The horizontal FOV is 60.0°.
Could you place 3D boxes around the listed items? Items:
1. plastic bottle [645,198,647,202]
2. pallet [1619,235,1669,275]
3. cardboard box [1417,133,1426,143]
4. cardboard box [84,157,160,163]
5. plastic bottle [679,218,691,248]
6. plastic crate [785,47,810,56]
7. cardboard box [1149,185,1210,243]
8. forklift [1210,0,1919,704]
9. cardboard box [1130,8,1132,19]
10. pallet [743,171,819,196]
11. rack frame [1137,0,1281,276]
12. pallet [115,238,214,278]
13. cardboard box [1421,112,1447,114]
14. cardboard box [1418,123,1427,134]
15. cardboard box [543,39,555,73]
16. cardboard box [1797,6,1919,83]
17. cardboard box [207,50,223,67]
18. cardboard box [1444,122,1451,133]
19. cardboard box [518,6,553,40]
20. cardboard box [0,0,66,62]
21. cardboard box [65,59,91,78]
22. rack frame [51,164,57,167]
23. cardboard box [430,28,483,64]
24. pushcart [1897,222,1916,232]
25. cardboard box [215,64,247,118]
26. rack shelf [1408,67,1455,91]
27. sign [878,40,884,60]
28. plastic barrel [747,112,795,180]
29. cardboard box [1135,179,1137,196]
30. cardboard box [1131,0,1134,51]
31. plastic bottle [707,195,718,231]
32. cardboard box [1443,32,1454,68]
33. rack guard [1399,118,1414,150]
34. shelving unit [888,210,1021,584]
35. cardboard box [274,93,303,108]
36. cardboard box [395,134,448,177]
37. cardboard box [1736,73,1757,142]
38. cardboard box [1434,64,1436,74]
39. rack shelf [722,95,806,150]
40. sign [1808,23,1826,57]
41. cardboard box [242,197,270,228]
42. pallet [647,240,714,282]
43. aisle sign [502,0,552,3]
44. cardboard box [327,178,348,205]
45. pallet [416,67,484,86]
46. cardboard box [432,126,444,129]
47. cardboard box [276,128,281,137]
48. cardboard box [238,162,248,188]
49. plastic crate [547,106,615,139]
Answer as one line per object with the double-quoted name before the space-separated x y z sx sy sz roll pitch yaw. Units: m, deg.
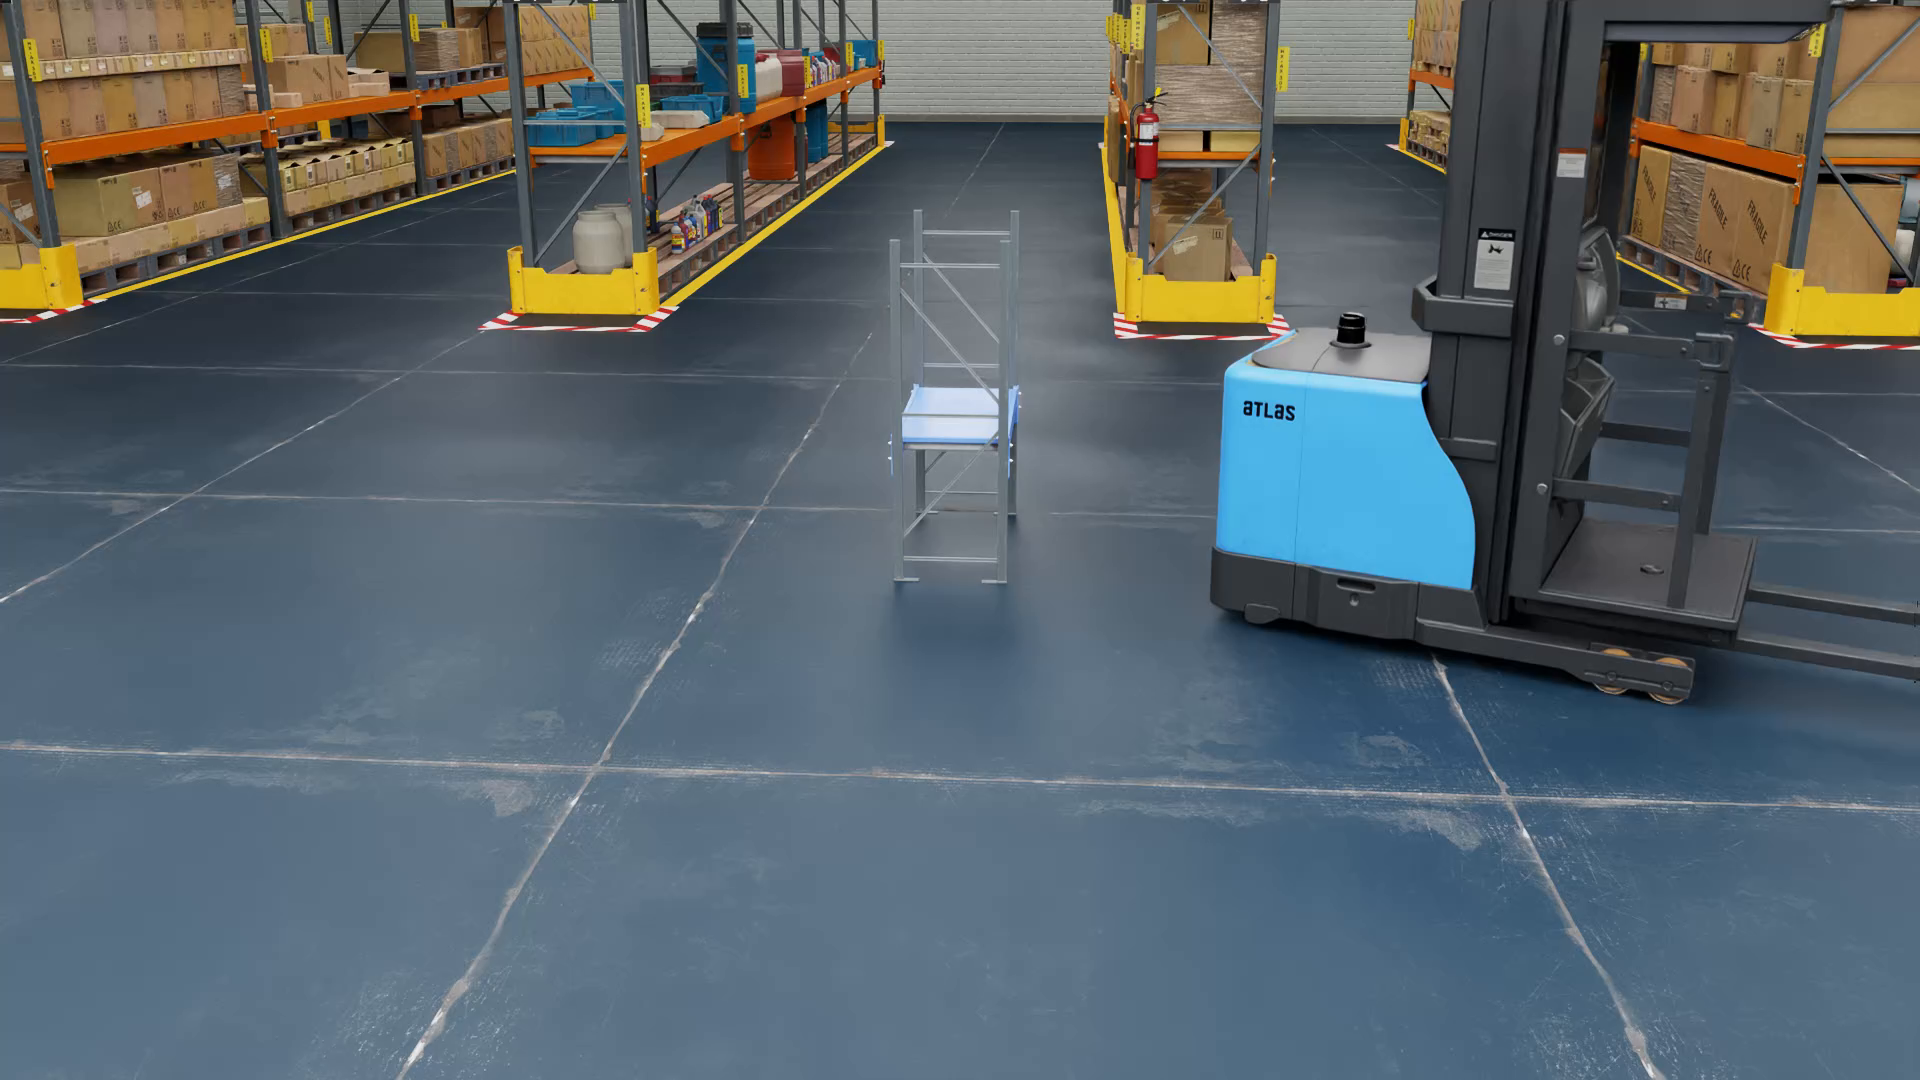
"plastic bottle" -3.209 -3.358 17.030 0.097 0.271 0.097 0 18 0
"pallet" 6.999 -2.723 15.894 1.003 0.211 1.213 1 18 4
"cardboard box" 7.559 -6.461 26.728 0.380 0.149 0.250 2 18 5
"cardboard box" -8.106 -3.448 16.167 0.500 0.500 0.500 1 18 4
"plastic bottle" -2.570 -2.868 15.533 0.097 0.271 0.097 0 18 0
"plastic crate" -2.482 -7.193 24.988 0.392 0.384 0.575 1 18 4
"cardboard box" 2.090 -3.135 16.013 0.500 0.500 0.500 7 20 21
"forklift" 2.586 -0.981 6.209 3.031 2.935 1.130 9 20 26
"cardboard box" 2.667 -7.022 22.764 0.797 0.503 0.637 1 18 5
"pallet" -2.447 -4.698 21.922 1.003 0.211 1.213 1 18 4
"rack frame" 1.905 -3.182 12.817 1.000 3.000 0.127 1 18 4
"pallet" -7.872 -2.696 15.811 1.003 0.211 1.213 1 18 4
"cardboard box" 7.716 -6.893 27.092 0.380 0.149 0.250 2 18 5
"cardboard box" 7.567 -6.600 26.673 0.380 0.149 0.250 2 18 6
"cardboard box" -6.735 -7.646 26.278 0.500 0.500 0.500 1 18 4
"cardboard box" 6.910 -3.739 12.541 0.875 0.550 0.550 1 18 4
"cardboard box" -7.531 -4.755 16.416 0.380 0.149 0.250 1 18 2
"cardboard box" 7.461 -6.169 24.880 0.380 0.149 0.250 1 18 3
"cardboard box" -6.727 -8.114 26.102 0.500 0.500 0.500 1 18 2
"cardboard box" -7.926 -4.230 13.770 0.700 0.500 0.500 1 18 4
"cardboard box" -7.697 -4.037 14.223 0.380 0.149 0.250 1 18 4
"rack frame" -12.343 -5.999 21.412 1.000 3.000 0.127 1 18 4
"cardboard box" -7.372 -7.236 24.355 0.700 0.500 0.500 -5 19 -15
"pushcart" 9.799 -2.993 16.450 1.648 0.377 0.936 -5 19 -15
"cardboard box" -7.714 -4.556 16.851 0.700 0.500 0.500 1 18 2
"rack shelf" 7.849 -7.046 25.766 1.077 0.370 4.000 1 18 4
"sign" -1.338 -8.332 28.273 0.100 0.325 0.005 1 18 4
"plastic barrel" -2.444 -5.098 21.475 0.600 0.830 0.708 1 18 4
"cardboard box" 2.423 -4.307 19.558 0.700 0.500 0.500 0 18 -1
"cardboard box" 1.906 -4.954 15.982 0.500 0.500 0.500 1 18 4
"plastic bottle" -2.507 -3.279 16.660 0.144 0.351 0.185 1 18 2
"cardboard box" 7.497 -7.274 24.666 0.500 0.500 0.500 1 18 2
"rack guard" 7.987 -6.798 27.866 1.175 0.500 0.348 1 18 4
"shelving unit" -0.006 -0.686 7.609 0.538 1.500 1.048 1 18 4
"cardboard box" -7.421 -4.798 18.152 0.380 0.149 0.250 1 18 4
"cardboard box" -7.084 -5.045 21.811 0.500 0.500 0.500 2 18 6
"cardboard box" 7.009 -3.570 13.760 0.875 0.550 0.550 1 18 4
"cardboard box" 7.581 -7.311 25.822 0.380 0.149 0.250 2 18 6
"rack shelf" -2.605 -4.814 18.954 1.077 0.370 4.000 1 18 4
"sign" 6.305 -3.719 12.217 0.100 0.325 0.005 1 18 4
"cardboard box" -7.504 -3.391 17.196 0.500 0.250 0.500 1 18 4
"pallet" -2.923 -2.622 15.587 1.003 0.211 1.213 1 18 4
"aisle sign" -3.337 -4.512 12.702 0.394 0.787 0.004 1 18 4
"cardboard box" -7.340 -3.979 18.991 0.500 0.250 0.500 1 18 2
"pallet" -7.267 -6.402 22.952 1.003 0.211 1.213 1 18 4
"cardboard box" -7.500 -5.530 23.290 0.500 0.500 0.500 1 18 2
"cardboard box" -11.791 -6.964 27.698 0.700 0.500 0.500 1 18 2
"cardboard box" -7.946 -3.938 17.966 0.500 0.311 0.500 1 18 4
"plastic crate" -3.245 -3.586 14.288 0.499 0.251 0.408 1 18 4
